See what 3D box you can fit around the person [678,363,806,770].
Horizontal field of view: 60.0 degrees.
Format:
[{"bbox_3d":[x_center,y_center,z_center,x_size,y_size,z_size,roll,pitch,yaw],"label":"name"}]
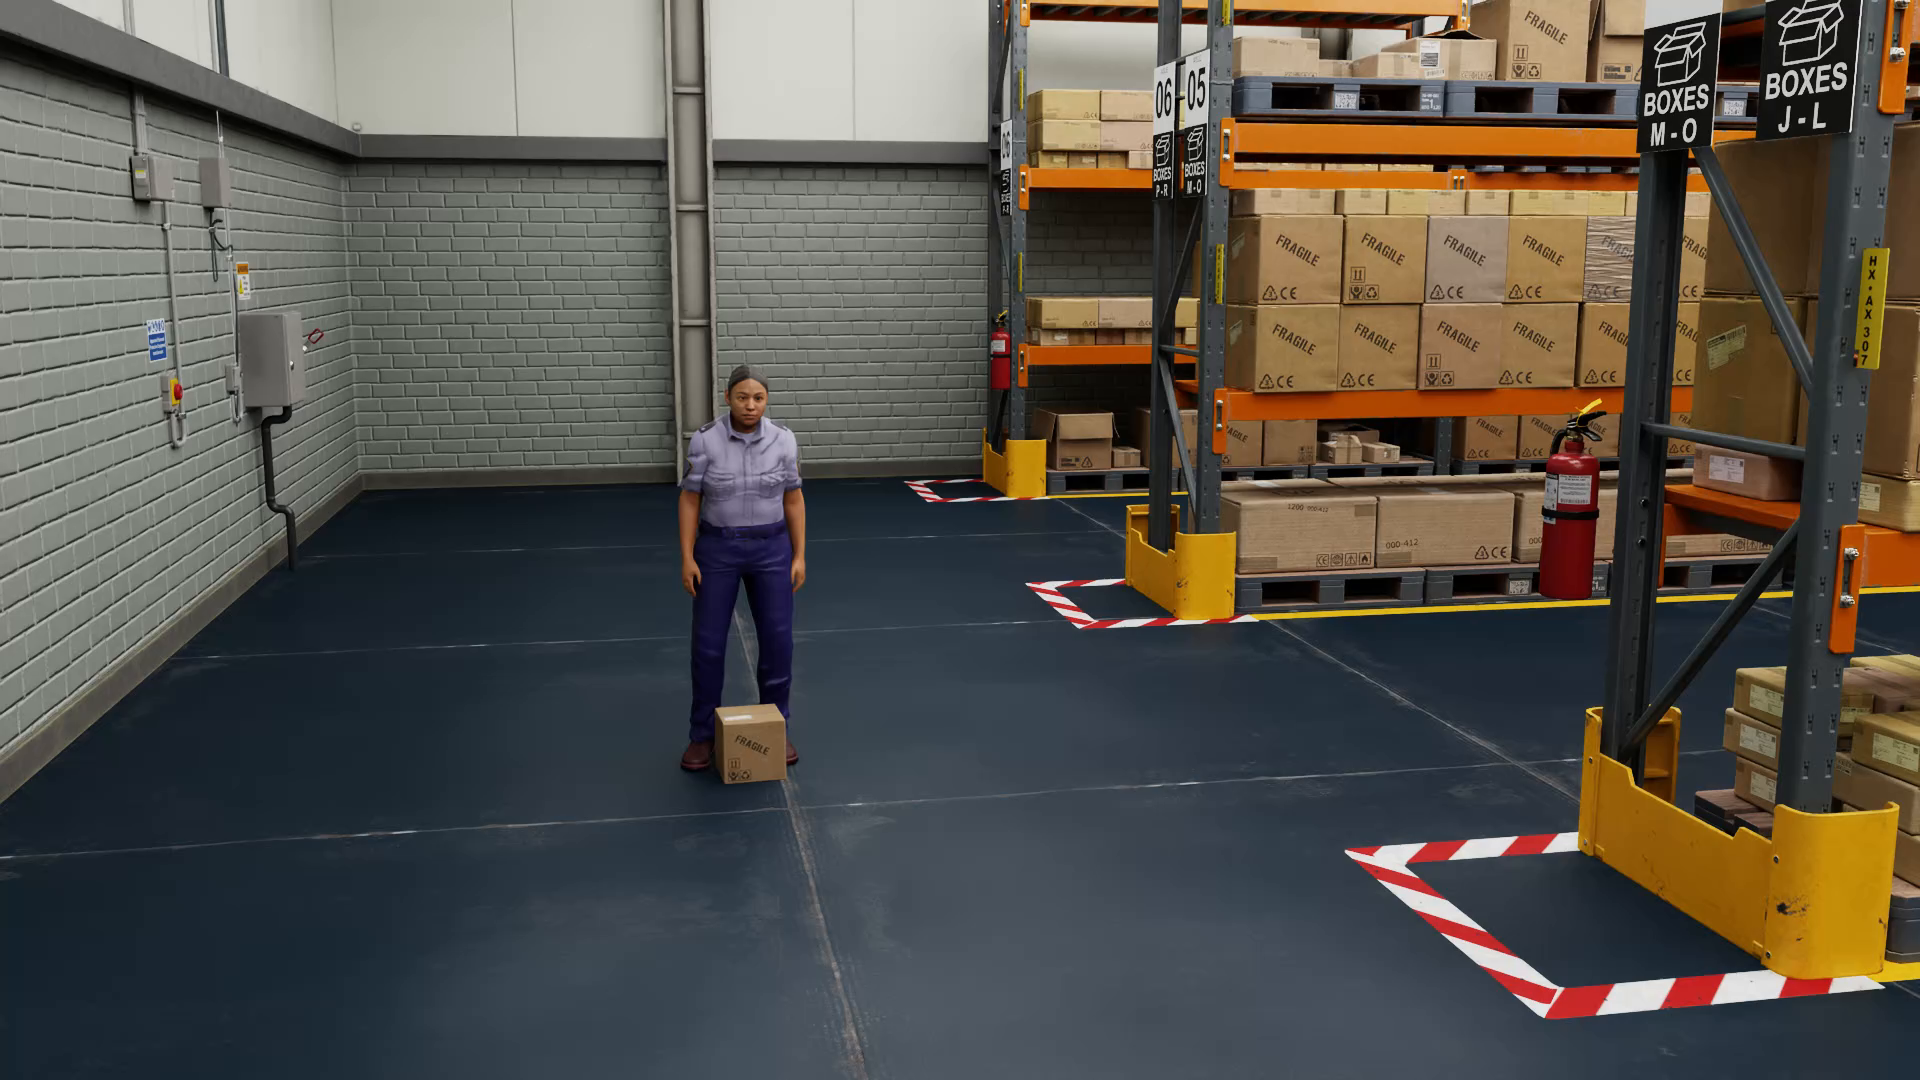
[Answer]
[{"bbox_3d":[-0.903,0.096,6.857,0.553,1.650,0.374,-2,10,-14],"label":"person"}]
